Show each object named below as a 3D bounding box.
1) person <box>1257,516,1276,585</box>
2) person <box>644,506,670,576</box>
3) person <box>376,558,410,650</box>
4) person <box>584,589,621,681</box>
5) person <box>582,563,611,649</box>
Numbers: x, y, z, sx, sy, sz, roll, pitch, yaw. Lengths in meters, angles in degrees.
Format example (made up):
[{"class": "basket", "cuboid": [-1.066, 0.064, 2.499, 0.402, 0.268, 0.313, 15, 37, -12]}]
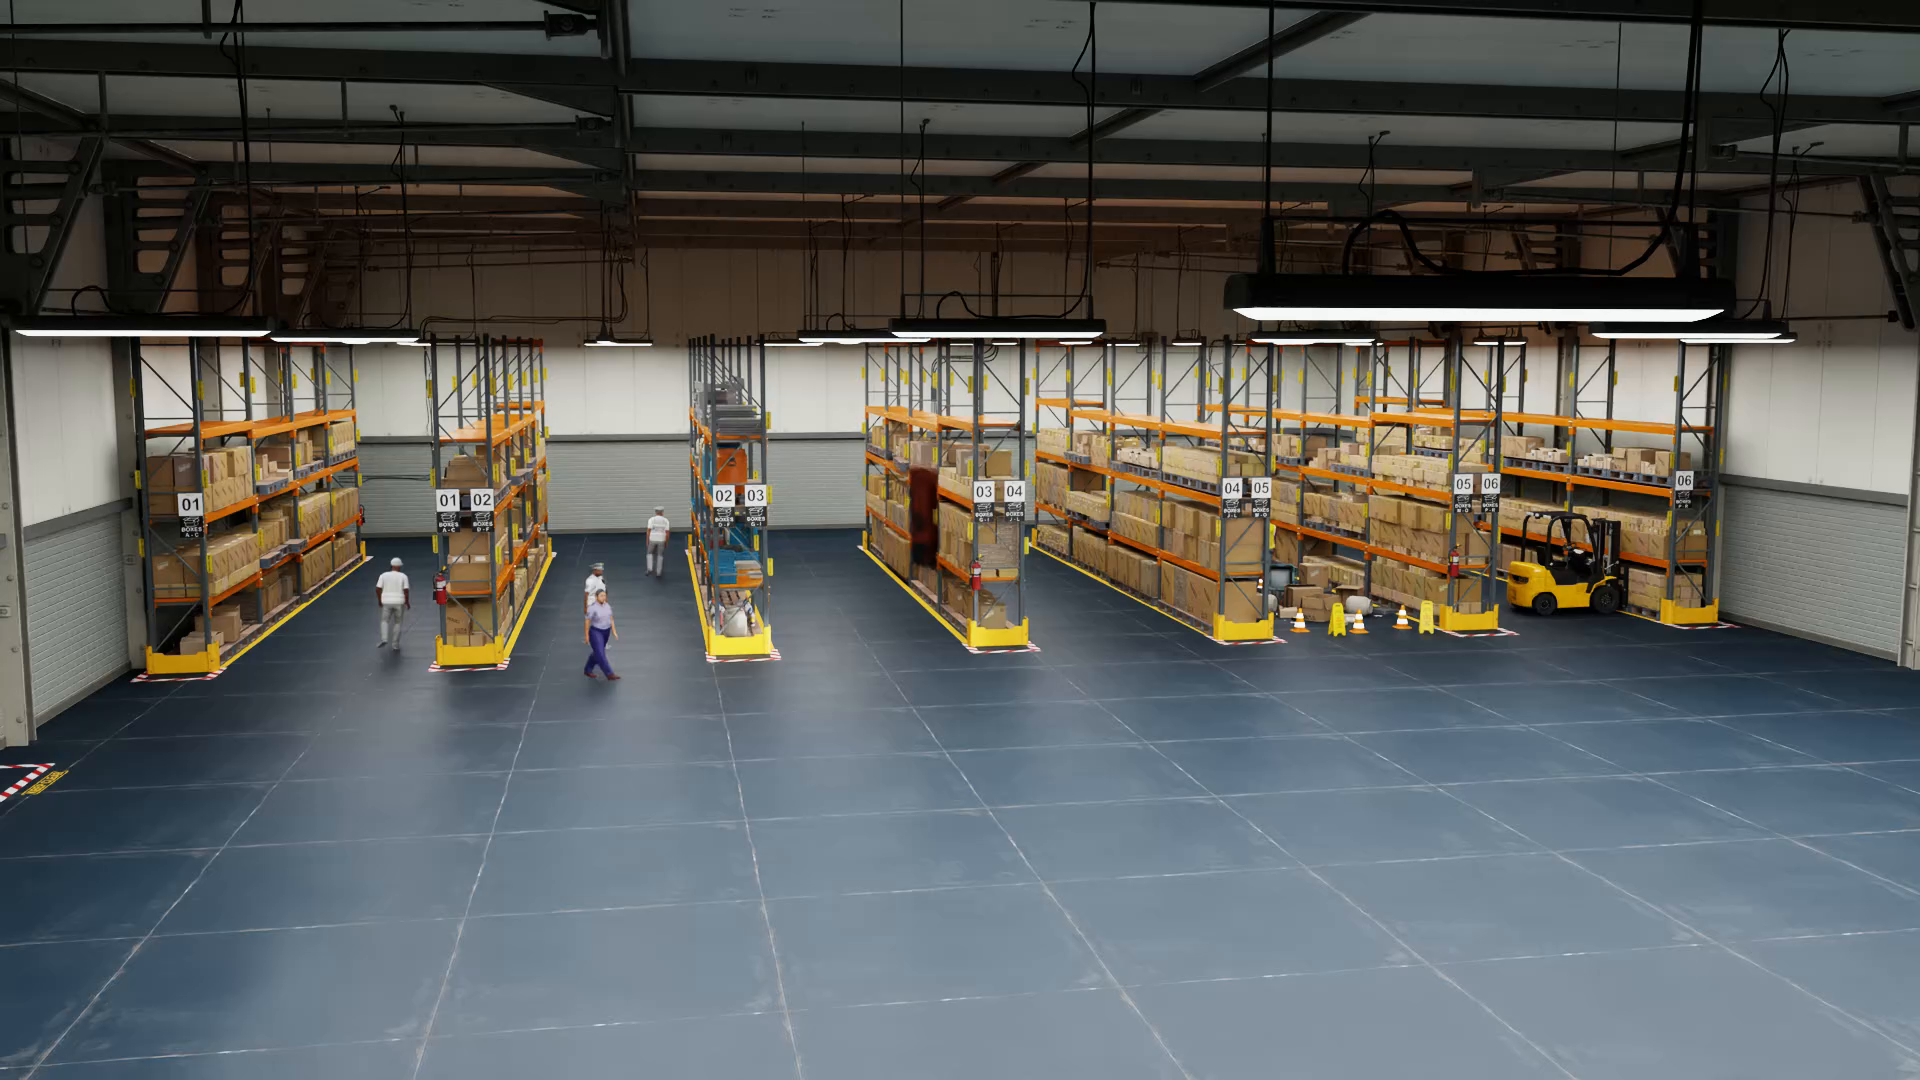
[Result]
[{"class": "person", "cuboid": [7.446, 0.218, 40.442, 0.611, 1.770, 0.415, -5, 8, -39]}, {"class": "person", "cuboid": [-7.658, 0.035, 41.985, 0.659, 1.768, 0.425, -1, 7, -8]}, {"class": "person", "cuboid": [-10.831, 1.229, 31.764, 0.629, 1.736, 0.696, -1, 7, -8]}, {"class": "person", "cuboid": [-6.153, 1.632, 28.667, 1.022, 1.586, 0.521, 3, 7, 27]}, {"class": "person", "cuboid": [-6.961, 1.243, 31.902, 0.985, 1.620, 0.497, 4, 8, 30]}]
